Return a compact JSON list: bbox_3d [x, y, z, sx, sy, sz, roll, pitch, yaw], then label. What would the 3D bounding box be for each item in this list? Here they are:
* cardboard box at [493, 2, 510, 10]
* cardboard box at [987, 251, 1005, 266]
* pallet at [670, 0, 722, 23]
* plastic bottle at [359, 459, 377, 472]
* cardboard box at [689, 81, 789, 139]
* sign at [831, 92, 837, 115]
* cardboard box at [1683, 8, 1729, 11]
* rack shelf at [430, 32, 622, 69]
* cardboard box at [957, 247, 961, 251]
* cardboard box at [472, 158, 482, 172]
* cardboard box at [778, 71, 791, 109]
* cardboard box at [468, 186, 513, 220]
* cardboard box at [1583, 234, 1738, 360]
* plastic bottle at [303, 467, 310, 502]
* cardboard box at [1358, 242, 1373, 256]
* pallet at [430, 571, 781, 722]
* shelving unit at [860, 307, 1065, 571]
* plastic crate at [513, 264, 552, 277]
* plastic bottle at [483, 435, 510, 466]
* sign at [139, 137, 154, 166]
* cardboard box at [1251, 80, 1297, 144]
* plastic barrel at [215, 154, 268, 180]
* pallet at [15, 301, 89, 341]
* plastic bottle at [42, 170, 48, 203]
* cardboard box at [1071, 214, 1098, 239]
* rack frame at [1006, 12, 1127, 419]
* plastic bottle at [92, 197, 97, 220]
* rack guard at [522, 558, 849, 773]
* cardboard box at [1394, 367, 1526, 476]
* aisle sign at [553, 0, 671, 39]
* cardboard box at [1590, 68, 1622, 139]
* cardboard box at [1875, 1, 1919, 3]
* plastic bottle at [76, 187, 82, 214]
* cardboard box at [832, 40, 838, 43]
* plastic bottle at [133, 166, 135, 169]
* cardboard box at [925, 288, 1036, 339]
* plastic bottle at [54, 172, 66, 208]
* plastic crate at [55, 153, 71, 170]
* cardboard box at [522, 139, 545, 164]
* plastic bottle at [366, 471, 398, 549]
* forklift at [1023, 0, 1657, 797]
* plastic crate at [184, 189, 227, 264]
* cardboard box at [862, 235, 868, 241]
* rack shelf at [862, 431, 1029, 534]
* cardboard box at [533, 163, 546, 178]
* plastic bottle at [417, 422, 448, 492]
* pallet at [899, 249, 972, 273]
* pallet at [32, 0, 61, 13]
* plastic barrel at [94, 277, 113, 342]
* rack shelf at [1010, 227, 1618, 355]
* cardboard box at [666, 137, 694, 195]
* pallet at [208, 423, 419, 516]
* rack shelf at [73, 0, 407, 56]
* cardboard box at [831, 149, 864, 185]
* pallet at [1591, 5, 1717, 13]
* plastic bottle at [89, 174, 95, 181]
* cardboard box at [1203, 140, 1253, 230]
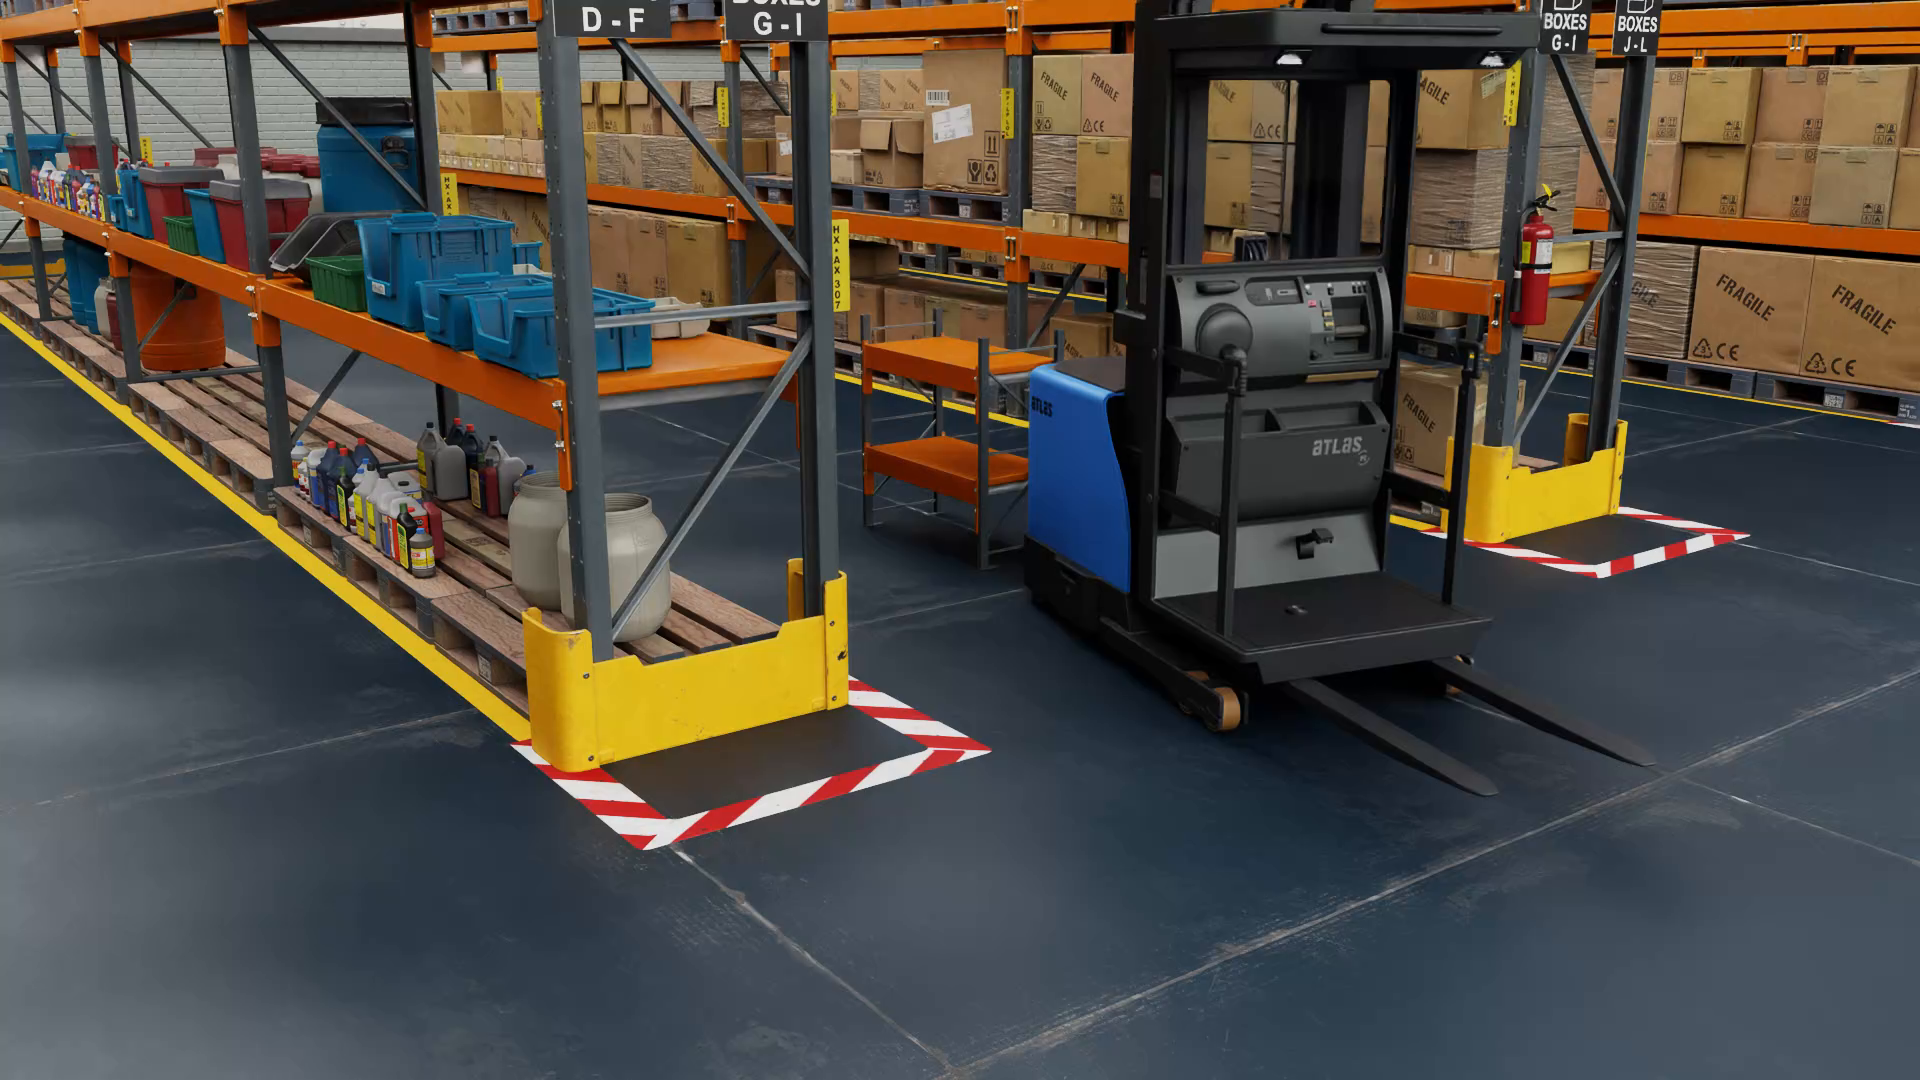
[{"bbox_3d":[-4.758,-6.115,18.379,0.700,0.500,0.500,-10,18,-32],"label":"cardboard box"},{"bbox_3d":[0.667,-3.529,19.728,0.500,0.500,0.500,-10,18,-32],"label":"cardboard box"},{"bbox_3d":[-2.007,-4.726,14.839,1.213,0.211,1.003,-10,18,-32],"label":"pallet"},{"bbox_3d":[-2.918,-0.266,8.200,0.097,0.271,0.097,0,15,0],"label":"plastic bottle"},{"bbox_3d":[-2.002,-3.932,15.172,0.797,0.503,0.637,-10,18,-33],"label":"cardboard box"},{"bbox_3d":[-1.152,-3.848,14.910,0.100,0.325,0.005,-11,19,-35],"label":"sign"},{"bbox_3d":[8.029,-5.714,17.576,0.500,0.250,0.500,-11,19,-34],"label":"cardboard box"},{"bbox_3d":[-5.113,-5.623,19.118,1.077,0.370,4.000,-11,19,-35],"label":"rack shelf"},{"bbox_3d":[0.180,-3.799,21.379,0.380,0.149,0.250,-12,19,-37],"label":"cardboard box"},{"bbox_3d":[-5.442,-4.373,19.349,0.380,0.149,0.250,-11,19,-36],"label":"cardboard box"},{"bbox_3d":[-2.168,-6.235,23.028,0.500,0.500,0.500,-11,19,-35],"label":"cardboard box"},{"bbox_3d":[-5.313,-3.809,20.040,0.875,0.875,0.875,-11,19,-35],"label":"cardboard box"},{"bbox_3d":[5.684,-1.976,13.344,0.875,0.875,0.875,-11,19,-34],"label":"cardboard box"},{"bbox_3d":[-3.287,-0.302,8.463,0.097,0.201,0.097,0,15,0],"label":"plastic bottle"},{"bbox_3d":[2.314,-1.596,9.200,0.380,0.149,0.250,-11,19,-35],"label":"cardboard box"},{"bbox_3d":[-1.444,0.397,6.725,1.003,0.211,1.213,-11,19,-35],"label":"pallet"},{"bbox_3d":[-0.004,-0.544,8.433,0.538,1.125,1.048,-11,19,-35],"label":"shelving unit"},{"bbox_3d":[-2.080,-1.184,7.719,0.530,0.136,0.437,-11,19,-35],"label":"plastic crate"},{"bbox_3d":[-2.325,-0.350,8.359,0.144,0.351,0.185,-11,19,-35],"label":"plastic bottle"},{"bbox_3d":[-7.497,-3.545,15.323,0.100,0.325,0.005,-11,19,-35],"label":"sign"},{"bbox_3d":[2.005,-2.499,9.379,0.500,0.500,0.500,-11,19,-35],"label":"cardboard box"},{"bbox_3d":[-4.814,-2.340,11.232,0.421,0.512,0.421,0,15,0],"label":"plastic barrel"},{"bbox_3d":[-8.407,-2.133,15.969,1.003,0.211,1.213,-11,19,-35],"label":"pallet"},{"bbox_3d":[-7.718,-3.000,14.098,0.097,0.271,0.097,0,15,0],"label":"plastic bottle"},{"bbox_3d":[0.956,-2.069,10.930,0.380,0.149,0.250,-11,19,-35],"label":"cardboard box"},{"bbox_3d":[0.767,-2.387,11.617,1.000,3.000,0.127,-11,19,-35],"label":"rack frame"},{"bbox_3d":[-6.363,-2.474,12.309,0.097,0.201,0.097,0,15,0],"label":"plastic bottle"},{"bbox_3d":[-0.971,0.432,6.050,1.175,0.500,0.348,-11,19,-35],"label":"rack guard"},{"bbox_3d":[2.765,-0.666,9.267,0.500,0.500,0.500,-7,17,-24],"label":"cardboard box"},{"bbox_3d":[-1.086,-1.957,5.119,0.394,0.787,0.004,-11,19,-35],"label":"aisle sign"},{"bbox_3d":[5.445,-3.545,13.518,0.875,0.550,0.550,-11,19,-35],"label":"cardboard box"},{"bbox_3d":[9.131,-5.198,15.926,0.500,0.250,0.500,-11,19,-35],"label":"cardboard box"},{"bbox_3d":[-6.764,-2.619,12.841,0.097,0.201,0.097,0,15,0],"label":"plastic bottle"},{"bbox_3d":[-1.541,-6.716,22.034,0.500,0.250,0.500,-12,19,-36],"label":"cardboard box"},{"bbox_3d":[-7.235,-3.155,14.657,0.152,0.276,0.135,-11,19,-35],"label":"plastic bottle"},{"bbox_3d":[0.158,-1.633,12.763,0.700,0.500,0.500,-11,19,-35],"label":"cardboard box"},{"bbox_3d":[-7.299,-2.862,13.585,0.152,0.276,0.135,-11,19,-35],"label":"plastic bottle"},{"bbox_3d":[-8.692,-3.653,16.353,0.437,0.282,0.530,-11,19,-35],"label":"plastic crate"},{"bbox_3d":[-4.409,-4.220,18.034,0.500,0.250,0.500,-11,19,-36],"label":"cardboard box"},{"bbox_3d":[-2.630,-0.146,7.610,0.144,0.351,0.185,-10,18,-32],"label":"plastic bottle"},{"bbox_3d":[1.307,-0.841,6.098,1.130,2.935,3.031,-6,16,-21],"label":"forklift"},{"bbox_3d":[-4.140,-1.798,9.494,0.392,0.384,0.575,-11,19,-35],"label":"plastic crate"},{"bbox_3d":[-1.079,-3.989,22.075,0.380,0.149,0.250,-10,18,-33],"label":"cardboard box"},{"bbox_3d":[-0.004,-0.308,8.497,0.538,0.278,1.000,-11,19,-35],"label":"rack shelf"},{"bbox_3d":[-4.381,-3.989,17.944,0.380,0.149,0.250,-11,19,-34],"label":"cardboard box"},{"bbox_3d":[-2.744,-0.438,8.679,0.144,0.351,0.185,-11,19,-35],"label":"plastic bottle"},{"bbox_3d":[-0.289,-3.637,21.464,1.003,0.211,1.213,-11,19,-35],"label":"pallet"},{"bbox_3d":[-6.734,-4.289,13.239,1.003,0.211,1.213,-11,19,-35],"label":"pallet"},{"bbox_3d":[-6.961,-1.925,13.845,0.421,0.512,0.421,0,15,0],"label":"plastic barrel"},{"bbox_3d":[1.943,-1.613,10.151,1.077,0.370,4.000,-11,19,-35],"label":"rack shelf"},{"bbox_3d":[-2.364,-3.464,15.361,0.500,0.500,0.500,-11,19,-35],"label":"cardboard box"},{"bbox_3d":[-3.733,-0.435,9.767,1.003,0.211,1.213,-11,19,-35],"label":"pallet"},{"bbox_3d":[-4.416,-3.145,10.067,1.077,0.370,4.000,-11,19,-35],"label":"rack shelf"},{"bbox_3d":[-0.786,-2.978,13.264,0.500,0.250,0.500,-12,19,-36],"label":"cardboard box"},{"bbox_3d":[5.311,-4.363,13.322,1.003,0.211,1.213,-11,19,-35],"label":"pallet"},{"bbox_3d":[-6.839,-2.743,13.135,0.061,0.283,0.133,-11,19,-35],"label":"plastic bottle"},{"bbox_3d":[1.883,-2.157,10.022,0.875,0.500,0.500,-11,19,-35],"label":"cardboard box"}]
